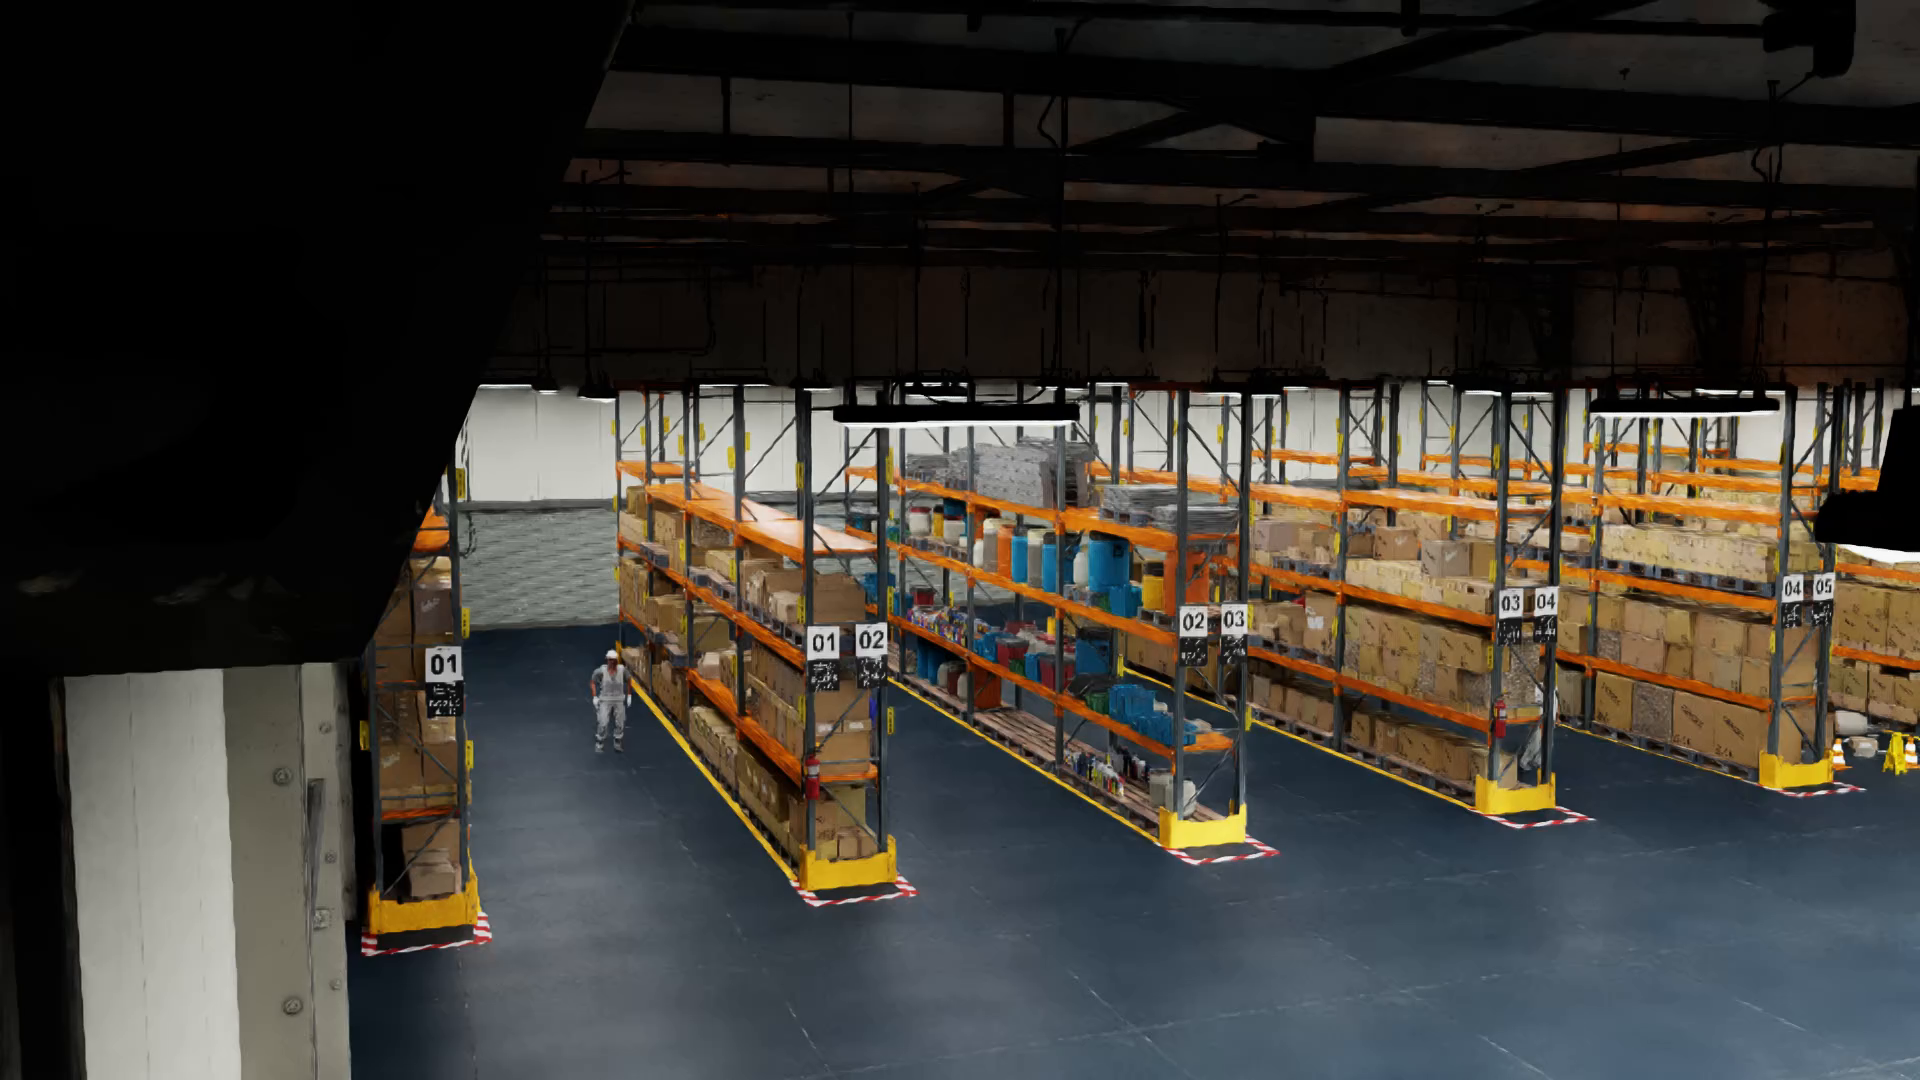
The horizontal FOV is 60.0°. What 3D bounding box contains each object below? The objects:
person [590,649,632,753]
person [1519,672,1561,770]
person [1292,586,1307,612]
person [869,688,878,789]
[{"bbox_3d":[-5.664,2.617,27.040,0.677,1.742,0.552,-2,6,-20],"label":"person"},{"bbox_3d":[9.067,2.803,25.902,0.608,1.611,0.582,-2,6,-21],"label":"person"},{"bbox_3d":[7.136,1.814,34.503,0.589,1.732,0.461,6,8,43],"label":"person"},{"bbox_3d":[-1.430,2.903,24.890,0.447,1.574,1.088,-2,6,-17],"label":"person"}]
